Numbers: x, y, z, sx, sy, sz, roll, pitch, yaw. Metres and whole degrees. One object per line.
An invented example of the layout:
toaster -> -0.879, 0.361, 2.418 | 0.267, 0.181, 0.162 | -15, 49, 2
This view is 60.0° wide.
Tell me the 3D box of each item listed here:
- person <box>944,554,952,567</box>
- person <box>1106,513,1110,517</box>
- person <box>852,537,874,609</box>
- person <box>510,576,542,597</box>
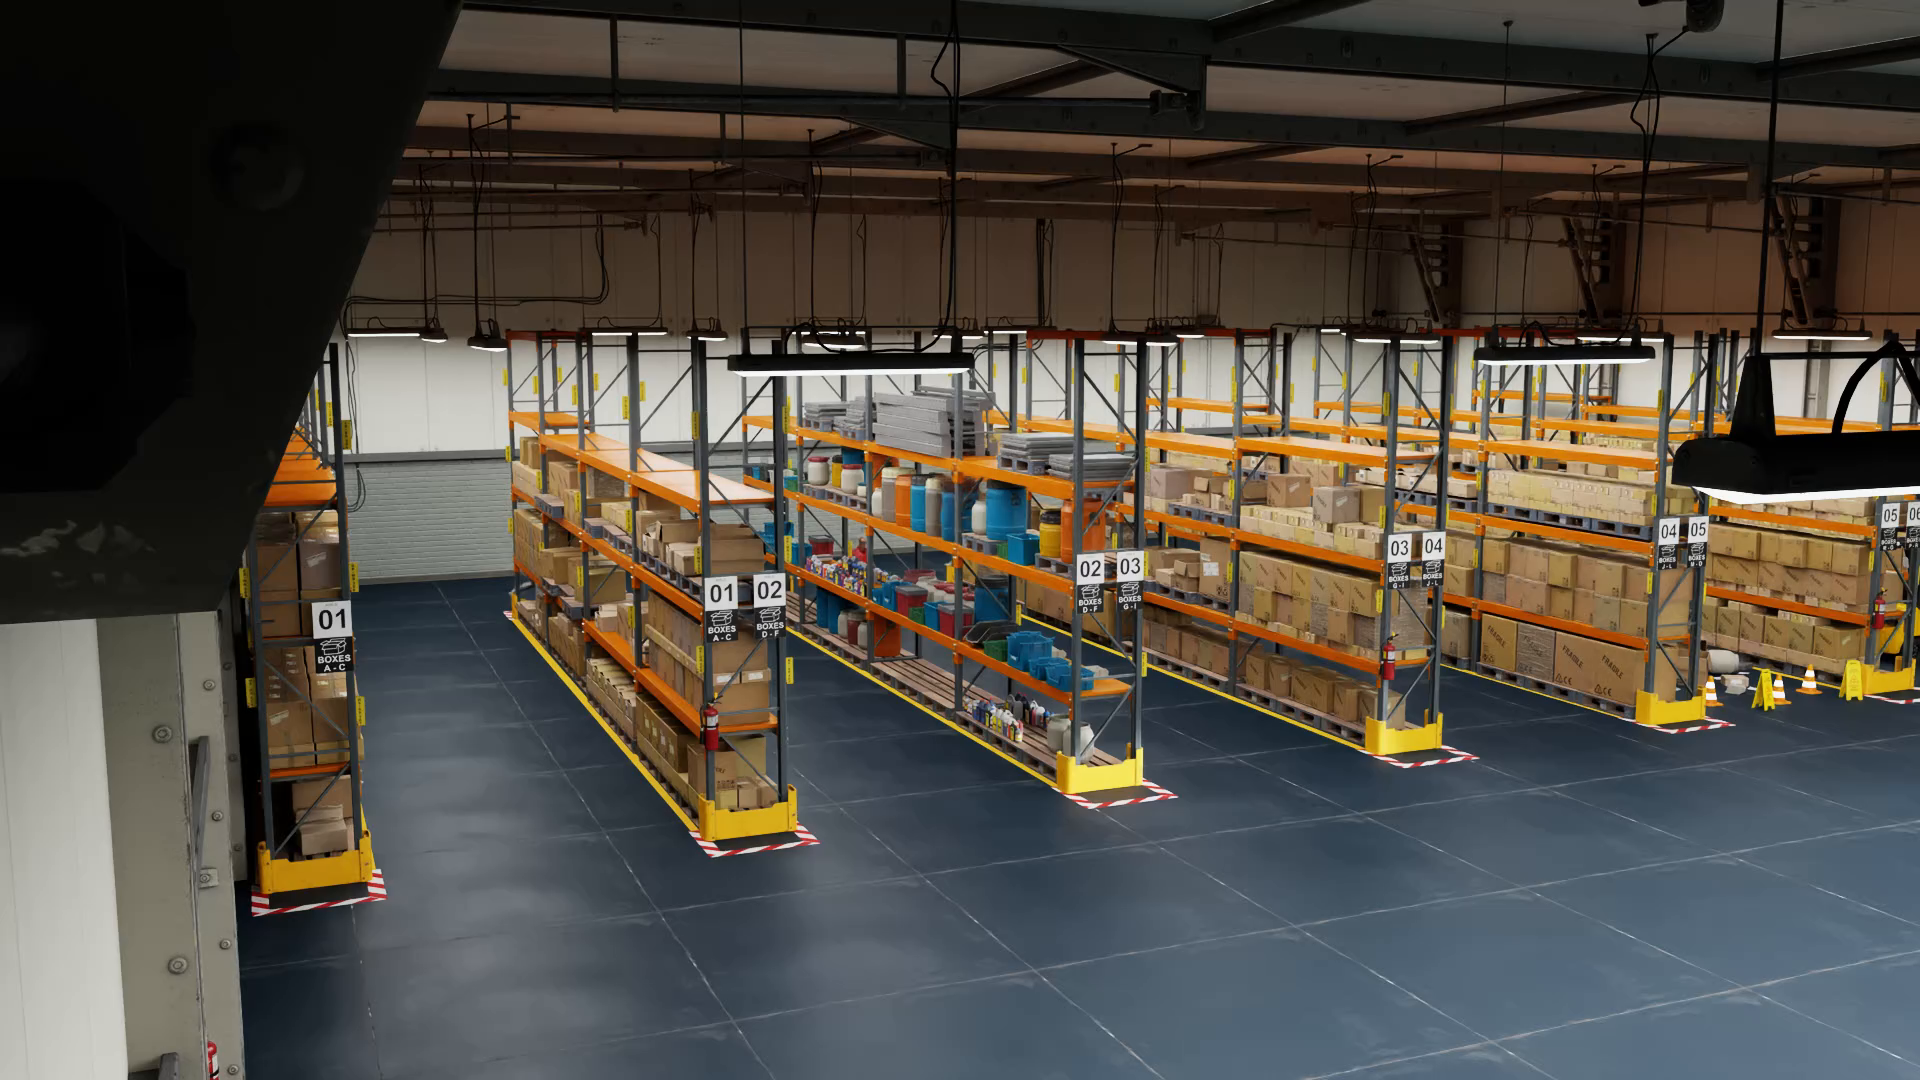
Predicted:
person -> 0.067, -0.195, 41.733 | 1.047, 1.721, 0.514 | -2, 8, -17
person -> 3.519, 0.244, 39.802 | 0.486, 1.378, 0.440 | 6, 10, 36
person -> -2.029, 0.757, 34.765 | 1.112, 1.656, 0.538 | 6, 10, 39
person -> -9.310, 0.566, 36.015 | 0.916, 1.756, 0.540 | 0, 8, -3
